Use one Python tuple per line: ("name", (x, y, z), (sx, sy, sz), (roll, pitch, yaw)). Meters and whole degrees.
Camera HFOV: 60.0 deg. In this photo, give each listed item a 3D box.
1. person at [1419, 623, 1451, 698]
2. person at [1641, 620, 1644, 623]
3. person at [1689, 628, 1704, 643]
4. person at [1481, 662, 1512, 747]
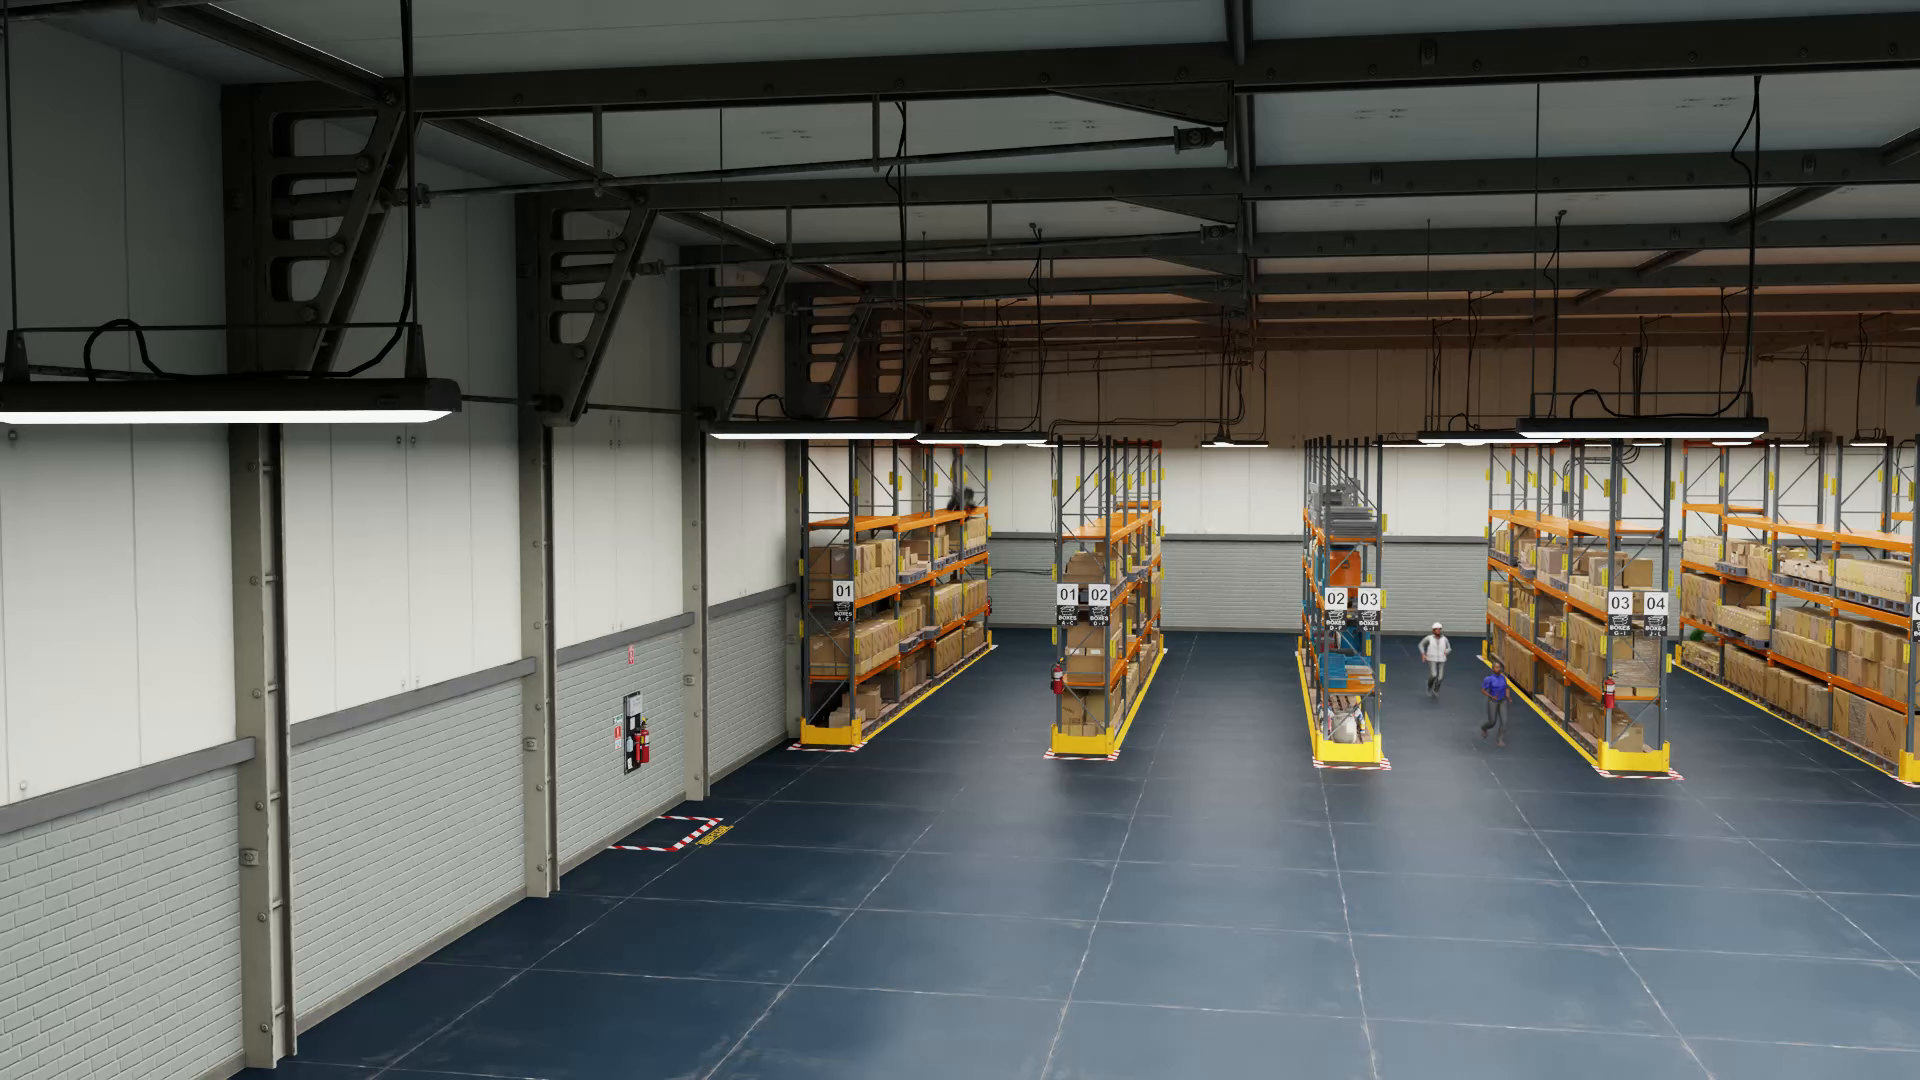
("person", (10.955, 2.772, 38.225), (0.667, 1.740, 0.729), (0, 3, -1))
("person", (18.013, 2.485, 44.811), (0.700, 1.627, 0.512), (3, 4, 39))
("person", (20.277, 2.377, 45.627), (0.585, 1.744, 0.648), (1, 3, 14))
("person", (10.413, 3.171, 32.277), (0.591, 1.609, 0.693), (-1, 3, -10))
